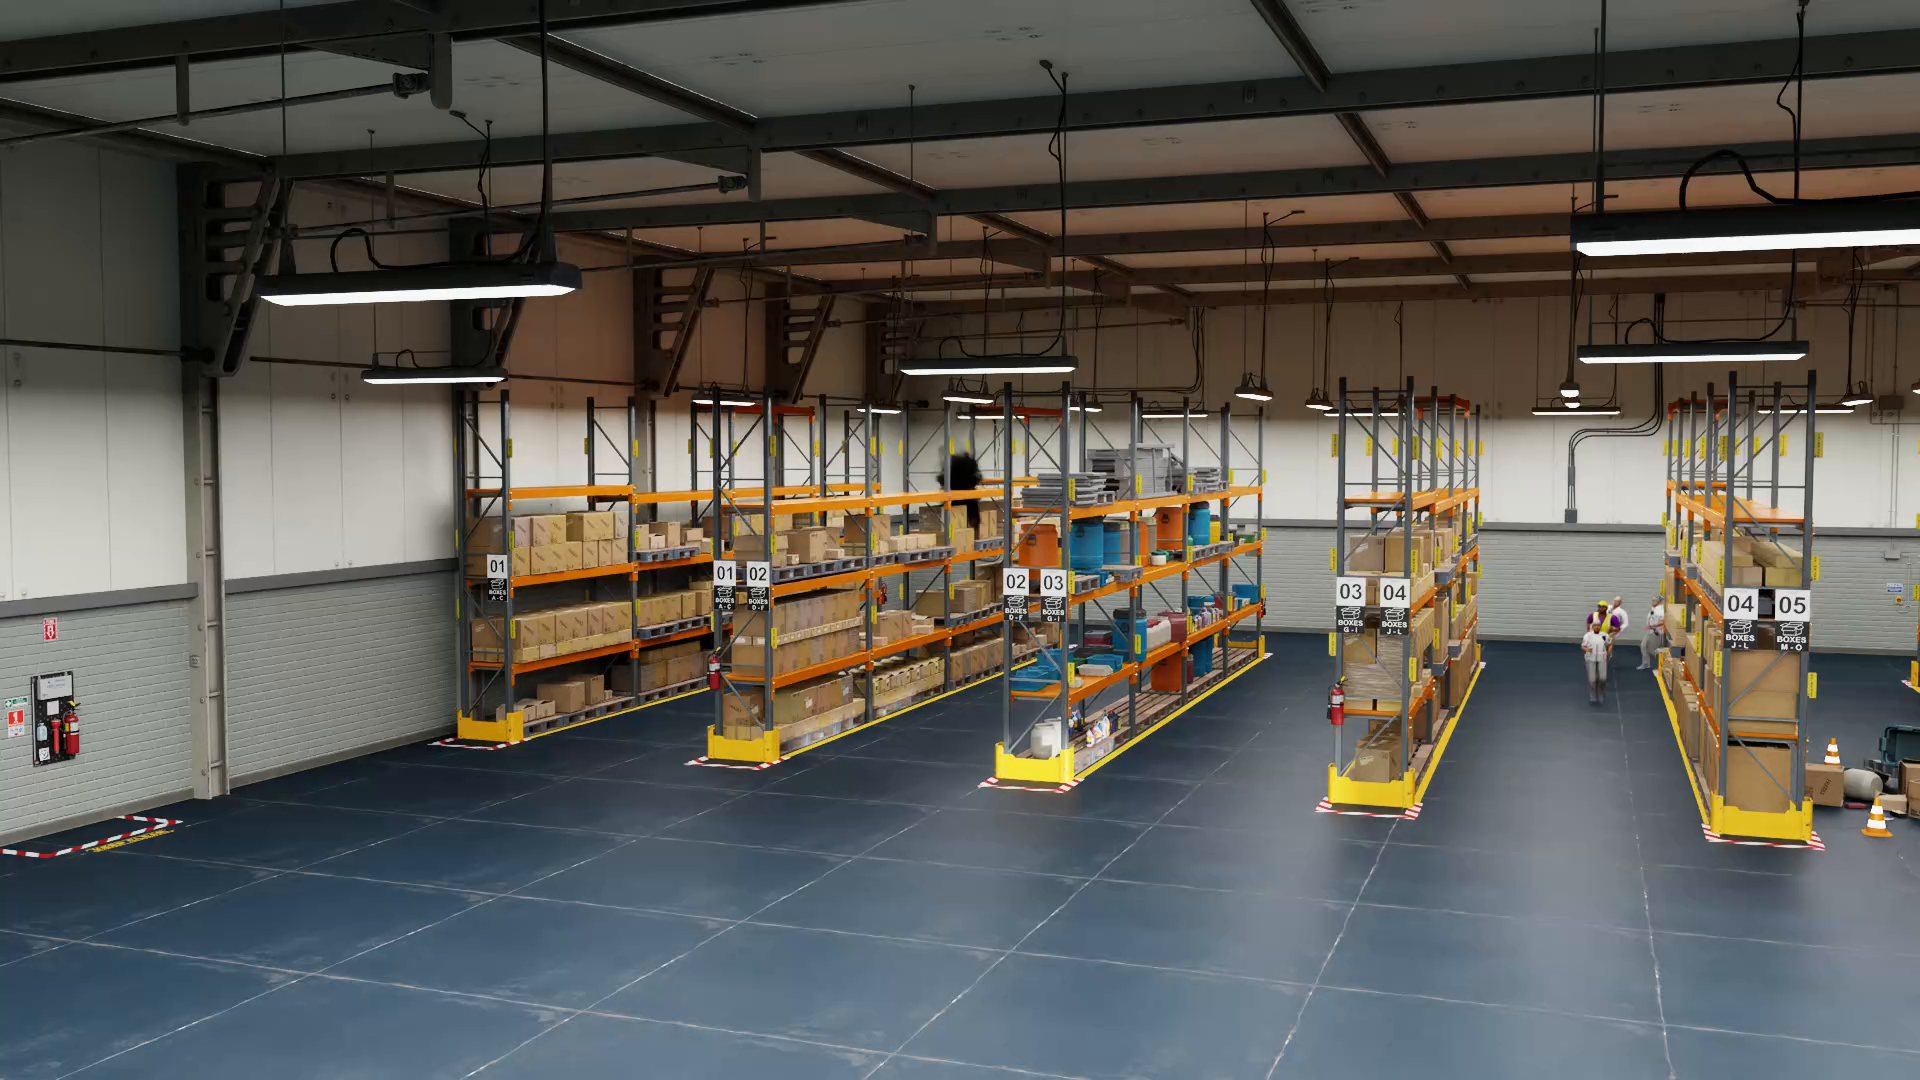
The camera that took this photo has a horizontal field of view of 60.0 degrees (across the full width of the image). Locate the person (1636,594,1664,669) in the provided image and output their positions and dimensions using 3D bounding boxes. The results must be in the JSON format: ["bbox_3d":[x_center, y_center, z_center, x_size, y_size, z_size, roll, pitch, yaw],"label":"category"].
[{"bbox_3d":[15.707,2.090,37.489,0.785,1.759,0.701,1,3,11],"label":"person"}]

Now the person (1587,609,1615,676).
[{"bbox_3d":[14.004,2.234,36.334,0.579,1.571,0.531,2,4,30],"label":"person"}]

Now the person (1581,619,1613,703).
[{"bbox_3d":[12.497,2.386,32.615,0.589,1.647,0.590,1,3,19],"label":"person"}]

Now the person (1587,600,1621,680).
[{"bbox_3d":[13.668,2.188,35.337,0.698,1.823,0.723,1,3,24],"label":"person"}]

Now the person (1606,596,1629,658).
[{"bbox_3d":[14.775,2.091,37.678,0.689,1.663,0.873,-2,4,-32],"label":"person"}]
